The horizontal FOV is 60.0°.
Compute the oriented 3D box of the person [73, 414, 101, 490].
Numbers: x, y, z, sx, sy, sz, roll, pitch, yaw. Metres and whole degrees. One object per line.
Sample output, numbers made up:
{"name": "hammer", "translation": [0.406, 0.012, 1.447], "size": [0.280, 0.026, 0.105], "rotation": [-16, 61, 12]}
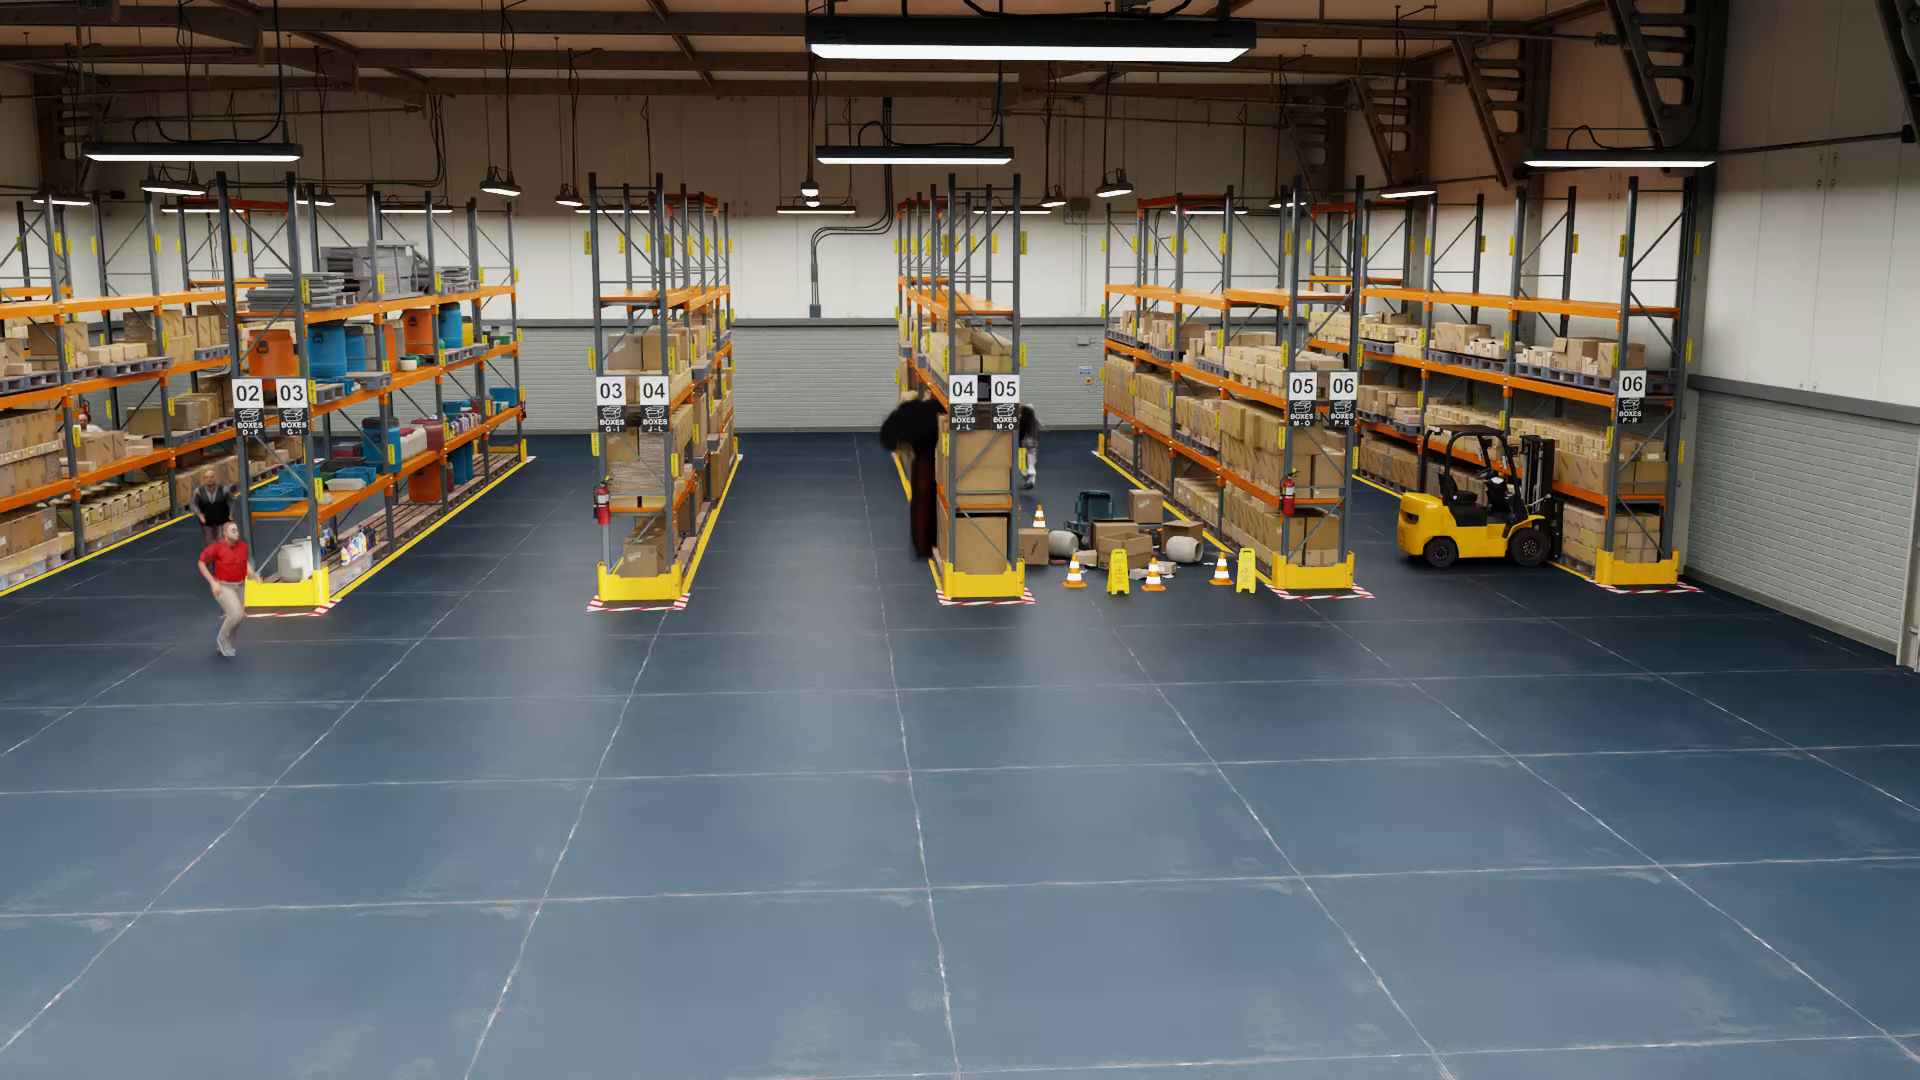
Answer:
{"name": "person", "translation": [-17.515, -1.687, 33.367], "size": [0.721, 1.711, 0.703], "rotation": [-3, 10, -17]}

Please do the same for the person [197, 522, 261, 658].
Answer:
{"name": "person", "translation": [-8.970, 0.614, 20.427], "size": [0.754, 1.703, 0.614], "rotation": [5, 11, 24]}

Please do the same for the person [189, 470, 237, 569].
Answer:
{"name": "person", "translation": [-11.384, -0.253, 25.396], "size": [0.654, 1.673, 0.756], "rotation": [-3, 10, -17]}

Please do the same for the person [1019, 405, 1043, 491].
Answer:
{"name": "person", "translation": [1.448, -1.867, 33.939], "size": [0.620, 1.765, 0.856], "rotation": [-3, 10, -17]}
